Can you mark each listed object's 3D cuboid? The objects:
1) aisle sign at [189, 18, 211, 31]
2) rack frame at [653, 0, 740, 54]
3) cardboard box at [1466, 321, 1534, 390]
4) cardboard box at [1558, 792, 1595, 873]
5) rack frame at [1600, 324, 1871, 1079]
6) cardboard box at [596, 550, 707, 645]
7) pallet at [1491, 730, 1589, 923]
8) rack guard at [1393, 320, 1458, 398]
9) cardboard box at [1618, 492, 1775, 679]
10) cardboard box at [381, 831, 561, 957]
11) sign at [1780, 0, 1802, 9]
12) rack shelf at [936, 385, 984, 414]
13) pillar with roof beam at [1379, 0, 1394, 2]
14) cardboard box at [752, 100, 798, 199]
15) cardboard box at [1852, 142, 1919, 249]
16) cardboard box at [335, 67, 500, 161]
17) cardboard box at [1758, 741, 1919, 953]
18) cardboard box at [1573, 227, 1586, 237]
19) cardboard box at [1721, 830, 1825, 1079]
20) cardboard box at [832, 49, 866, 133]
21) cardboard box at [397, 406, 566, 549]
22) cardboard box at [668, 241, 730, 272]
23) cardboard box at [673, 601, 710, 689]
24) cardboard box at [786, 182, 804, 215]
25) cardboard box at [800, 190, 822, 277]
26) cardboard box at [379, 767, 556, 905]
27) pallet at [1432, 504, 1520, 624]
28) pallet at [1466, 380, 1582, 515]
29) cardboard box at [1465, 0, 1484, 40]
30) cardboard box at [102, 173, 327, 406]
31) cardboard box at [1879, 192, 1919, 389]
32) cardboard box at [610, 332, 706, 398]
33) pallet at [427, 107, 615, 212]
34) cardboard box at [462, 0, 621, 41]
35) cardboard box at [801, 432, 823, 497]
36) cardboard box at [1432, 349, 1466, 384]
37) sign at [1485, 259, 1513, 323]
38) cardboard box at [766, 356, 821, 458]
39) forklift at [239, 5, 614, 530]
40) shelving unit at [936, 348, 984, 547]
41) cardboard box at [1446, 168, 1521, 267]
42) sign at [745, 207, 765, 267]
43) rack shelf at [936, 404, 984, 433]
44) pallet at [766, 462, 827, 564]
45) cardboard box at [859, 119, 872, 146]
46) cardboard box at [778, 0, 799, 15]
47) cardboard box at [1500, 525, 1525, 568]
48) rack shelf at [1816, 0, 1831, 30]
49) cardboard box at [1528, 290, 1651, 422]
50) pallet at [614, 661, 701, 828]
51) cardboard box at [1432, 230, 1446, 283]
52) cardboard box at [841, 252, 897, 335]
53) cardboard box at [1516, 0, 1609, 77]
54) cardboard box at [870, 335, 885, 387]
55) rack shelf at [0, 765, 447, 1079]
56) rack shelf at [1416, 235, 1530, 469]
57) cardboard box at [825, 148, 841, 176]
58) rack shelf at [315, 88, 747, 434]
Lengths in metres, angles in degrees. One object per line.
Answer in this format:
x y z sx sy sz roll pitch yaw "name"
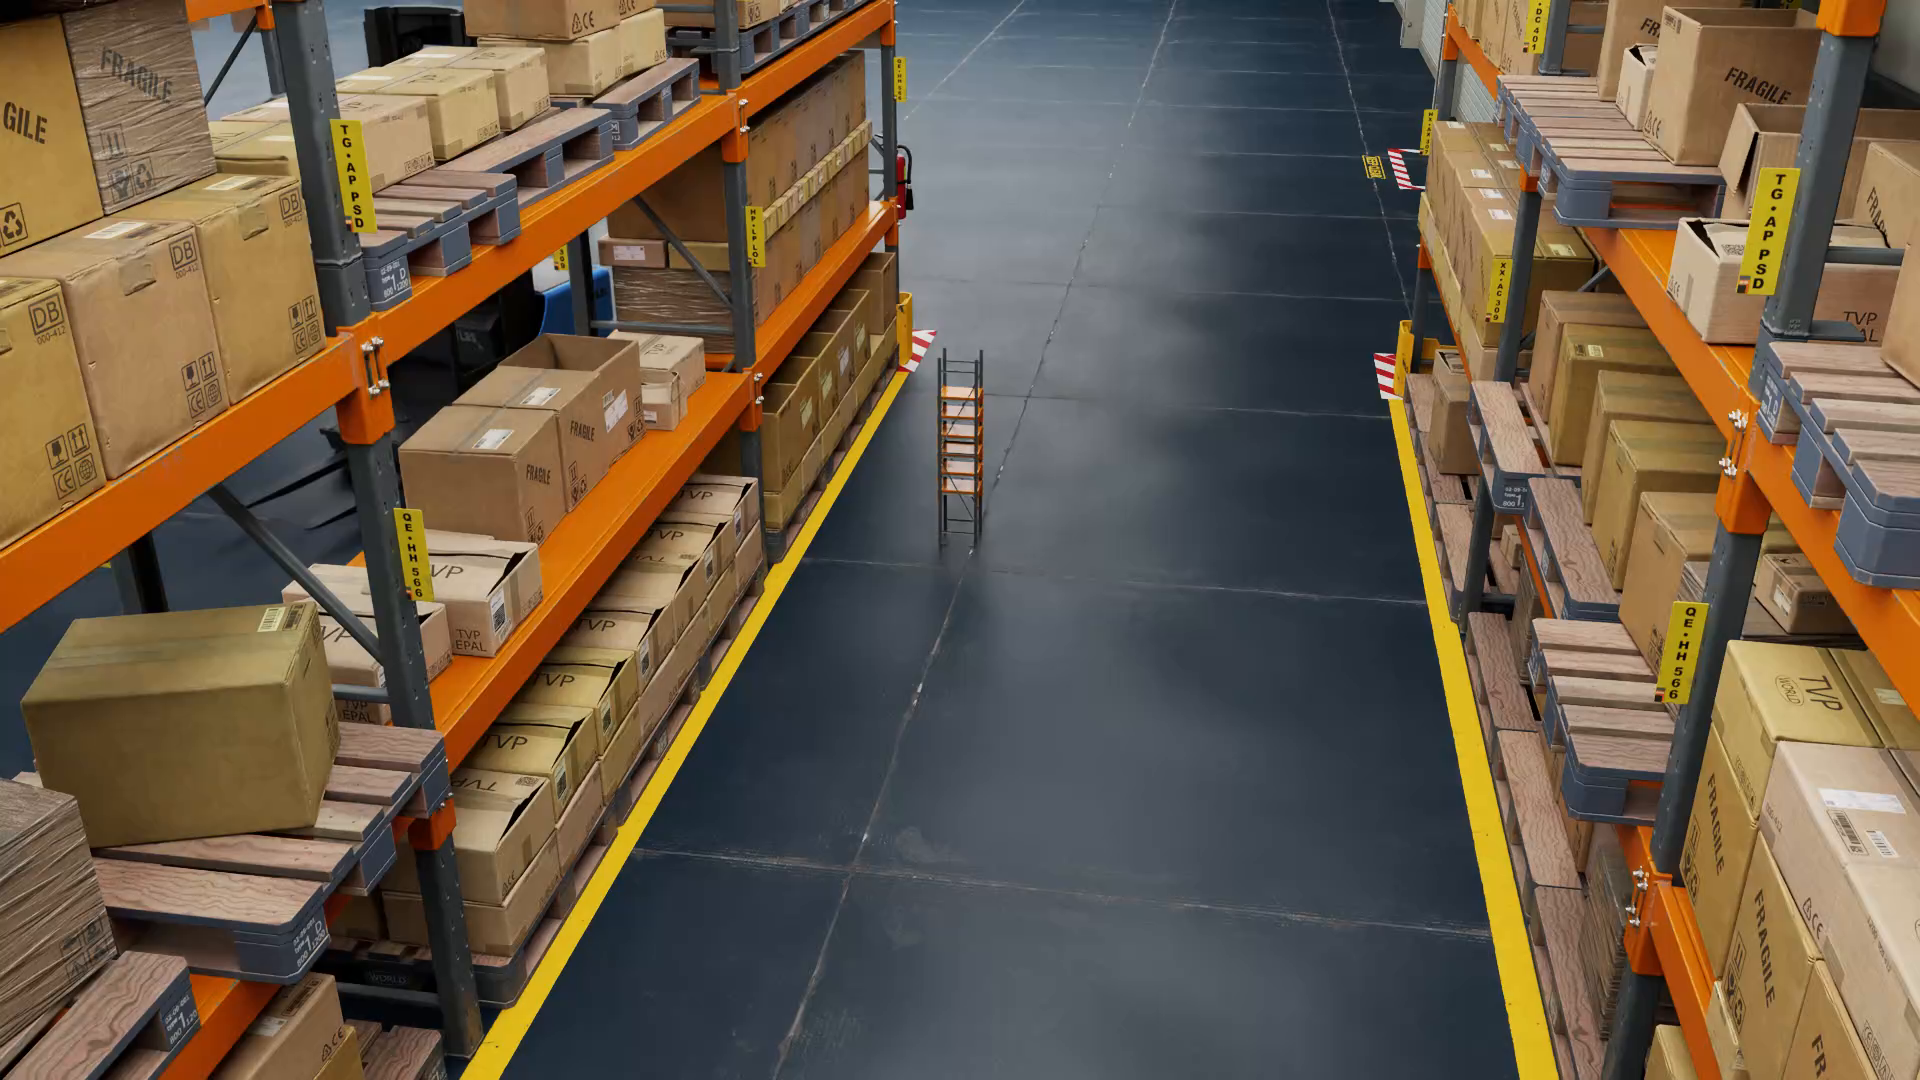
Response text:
-6.146 -4.414 13.074 0.394 0.787 0.004 4 25 9 "aisle sign"
-1.636 -3.885 7.935 1.000 3.000 0.127 4 25 9 "rack frame"
3.030 -0.987 8.973 0.500 0.250 0.500 4 25 9 "cardboard box"
2.917 1.057 6.882 0.700 0.500 0.500 4 25 8 "cardboard box"
2.598 0.846 4.903 1.000 3.000 0.127 4 25 9 "rack frame"
-1.582 0.249 8.267 0.500 0.311 0.500 4 25 8 "cardboard box"
2.929 1.274 7.279 1.003 0.211 1.213 4 25 9 "pallet"
3.893 -1.336 12.513 1.175 0.500 0.348 4 25 9 "rack guard"
2.730 0.169 5.714 0.700 0.500 0.500 2 25 4 "cardboard box"
-1.914 1.361 6.552 0.500 0.250 0.500 4 25 8 "cardboard box"
3.800 -2.561 7.569 0.100 0.325 0.005 4 25 9 "sign"
0.002 -0.835 9.875 0.258 0.103 0.180 4 25 9 "rack shelf"
4.320 -15.200 32.108 9.100 9.000 0.400 4 25 9 "pillar with roof beam"
-1.406 -2.408 10.208 0.700 0.500 0.500 4 25 8 "cardboard box"
2.943 -0.852 4.851 0.500 0.500 0.500 4 25 9 "cardboard box"
-2.098 -1.629 6.334 0.500 0.250 0.500 4 25 7 "cardboard box"
2.182 0.715 3.808 0.500 0.250 0.500 4 25 8 "cardboard box"
3.623 -1.505 9.197 0.500 0.500 0.500 4 25 8 "cardboard box"
2.171 1.061 3.952 0.500 0.500 0.500 5 26 10 "cardboard box"
-1.080 -3.257 12.023 0.700 0.500 0.500 4 25 9 "cardboard box"
-2.031 -0.243 7.114 0.500 0.500 0.500 3 25 6 "cardboard box"
-1.401 -1.606 9.260 0.380 0.149 0.250 4 25 8 "cardboard box"
-1.585 0.506 8.379 0.500 0.250 0.500 5 25 10 "cardboard box"
-1.194 -2.145 10.412 0.380 0.149 0.250 3 25 7 "cardboard box"
-1.321 -2.044 10.961 0.700 0.500 0.500 5 26 10 "cardboard box"
-1.914 1.107 6.433 0.500 0.311 0.500 5 26 10 "cardboard box"
3.327 0.153 9.674 1.003 0.211 1.213 4 25 9 "pallet"
2.983 -0.430 7.857 1.003 0.211 1.213 4 25 9 "pallet"
3.400 -3.350 10.189 0.500 0.500 0.500 5 26 11 "cardboard box"
-2.328 -0.714 4.581 0.910 0.500 0.500 4 25 9 "cardboard box"
2.577 -0.554 3.719 0.700 0.500 0.500 2 25 4 "cardboard box"
-1.673 -0.891 8.793 0.500 0.250 0.500 6 26 12 "cardboard box"
-2.087 -1.526 6.657 1.003 0.211 1.213 5 26 11 "pallet"
-1.846 -2.494 7.298 0.500 0.500 0.500 6 26 14 "cardboard box"
-1.174 -0.495 10.517 0.500 0.250 0.500 4 25 9 "cardboard box"
3.704 -1.198 11.923 0.500 0.311 0.500 1 25 3 "cardboard box"
2.715 -1.253 8.367 0.100 0.325 0.005 4 25 9 "sign"
-1.177 -0.835 10.358 0.500 0.500 0.500 4 25 9 "cardboard box"
-3.554 -1.832 10.707 1.130 2.935 3.031 11 27 21 "forklift"
0.002 -0.549 10.009 0.258 1.200 0.189 4 25 9 "shelving unit"
3.277 -1.963 10.174 0.500 0.500 0.500 5 26 10 "cardboard box"
-1.099 -1.623 8.907 0.100 0.325 0.005 4 25 9 "sign"
0.002 -0.727 9.926 0.258 0.103 0.180 4 25 9 "rack shelf"
-1.465 -0.235 10.503 1.003 0.211 1.213 4 25 9 "pallet"
-0.857 -3.007 12.253 0.380 0.149 0.250 4 25 8 "cardboard box"
-1.205 -3.158 9.365 0.500 0.311 0.500 3 25 6 "cardboard box"
3.310 0.032 9.467 0.380 0.166 0.250 1 25 2 "cardboard box"
2.925 -2.200 5.656 1.077 0.370 4.000 4 25 9 "rack shelf"
3.135 -0.860 7.913 0.700 0.500 0.500 4 25 9 "cardboard box"
-1.915 0.917 8.041 1.003 0.211 1.213 4 25 9 "pallet"
3.353 -1.828 10.770 0.500 0.250 0.500 4 25 8 "cardboard box"
-0.776 -1.881 12.593 0.500 0.500 0.500 4 25 9 "cardboard box"
3.091 -2.469 8.306 0.500 0.500 0.500 5 25 10 "cardboard box"
-0.848 -1.331 12.304 0.500 0.250 0.500 4 25 9 "cardboard box"
-2.616 1.667 3.999 1.077 0.370 4.000 4 25 9 "rack shelf"
3.579 -1.337 10.417 1.077 0.370 4.000 4 25 9 "rack shelf"
-1.025 -2.576 11.331 0.380 0.149 0.250 5 26 10 "cardboard box"
-1.963 -1.364 6.937 1.077 0.370 4.000 4 25 9 "rack shelf"
